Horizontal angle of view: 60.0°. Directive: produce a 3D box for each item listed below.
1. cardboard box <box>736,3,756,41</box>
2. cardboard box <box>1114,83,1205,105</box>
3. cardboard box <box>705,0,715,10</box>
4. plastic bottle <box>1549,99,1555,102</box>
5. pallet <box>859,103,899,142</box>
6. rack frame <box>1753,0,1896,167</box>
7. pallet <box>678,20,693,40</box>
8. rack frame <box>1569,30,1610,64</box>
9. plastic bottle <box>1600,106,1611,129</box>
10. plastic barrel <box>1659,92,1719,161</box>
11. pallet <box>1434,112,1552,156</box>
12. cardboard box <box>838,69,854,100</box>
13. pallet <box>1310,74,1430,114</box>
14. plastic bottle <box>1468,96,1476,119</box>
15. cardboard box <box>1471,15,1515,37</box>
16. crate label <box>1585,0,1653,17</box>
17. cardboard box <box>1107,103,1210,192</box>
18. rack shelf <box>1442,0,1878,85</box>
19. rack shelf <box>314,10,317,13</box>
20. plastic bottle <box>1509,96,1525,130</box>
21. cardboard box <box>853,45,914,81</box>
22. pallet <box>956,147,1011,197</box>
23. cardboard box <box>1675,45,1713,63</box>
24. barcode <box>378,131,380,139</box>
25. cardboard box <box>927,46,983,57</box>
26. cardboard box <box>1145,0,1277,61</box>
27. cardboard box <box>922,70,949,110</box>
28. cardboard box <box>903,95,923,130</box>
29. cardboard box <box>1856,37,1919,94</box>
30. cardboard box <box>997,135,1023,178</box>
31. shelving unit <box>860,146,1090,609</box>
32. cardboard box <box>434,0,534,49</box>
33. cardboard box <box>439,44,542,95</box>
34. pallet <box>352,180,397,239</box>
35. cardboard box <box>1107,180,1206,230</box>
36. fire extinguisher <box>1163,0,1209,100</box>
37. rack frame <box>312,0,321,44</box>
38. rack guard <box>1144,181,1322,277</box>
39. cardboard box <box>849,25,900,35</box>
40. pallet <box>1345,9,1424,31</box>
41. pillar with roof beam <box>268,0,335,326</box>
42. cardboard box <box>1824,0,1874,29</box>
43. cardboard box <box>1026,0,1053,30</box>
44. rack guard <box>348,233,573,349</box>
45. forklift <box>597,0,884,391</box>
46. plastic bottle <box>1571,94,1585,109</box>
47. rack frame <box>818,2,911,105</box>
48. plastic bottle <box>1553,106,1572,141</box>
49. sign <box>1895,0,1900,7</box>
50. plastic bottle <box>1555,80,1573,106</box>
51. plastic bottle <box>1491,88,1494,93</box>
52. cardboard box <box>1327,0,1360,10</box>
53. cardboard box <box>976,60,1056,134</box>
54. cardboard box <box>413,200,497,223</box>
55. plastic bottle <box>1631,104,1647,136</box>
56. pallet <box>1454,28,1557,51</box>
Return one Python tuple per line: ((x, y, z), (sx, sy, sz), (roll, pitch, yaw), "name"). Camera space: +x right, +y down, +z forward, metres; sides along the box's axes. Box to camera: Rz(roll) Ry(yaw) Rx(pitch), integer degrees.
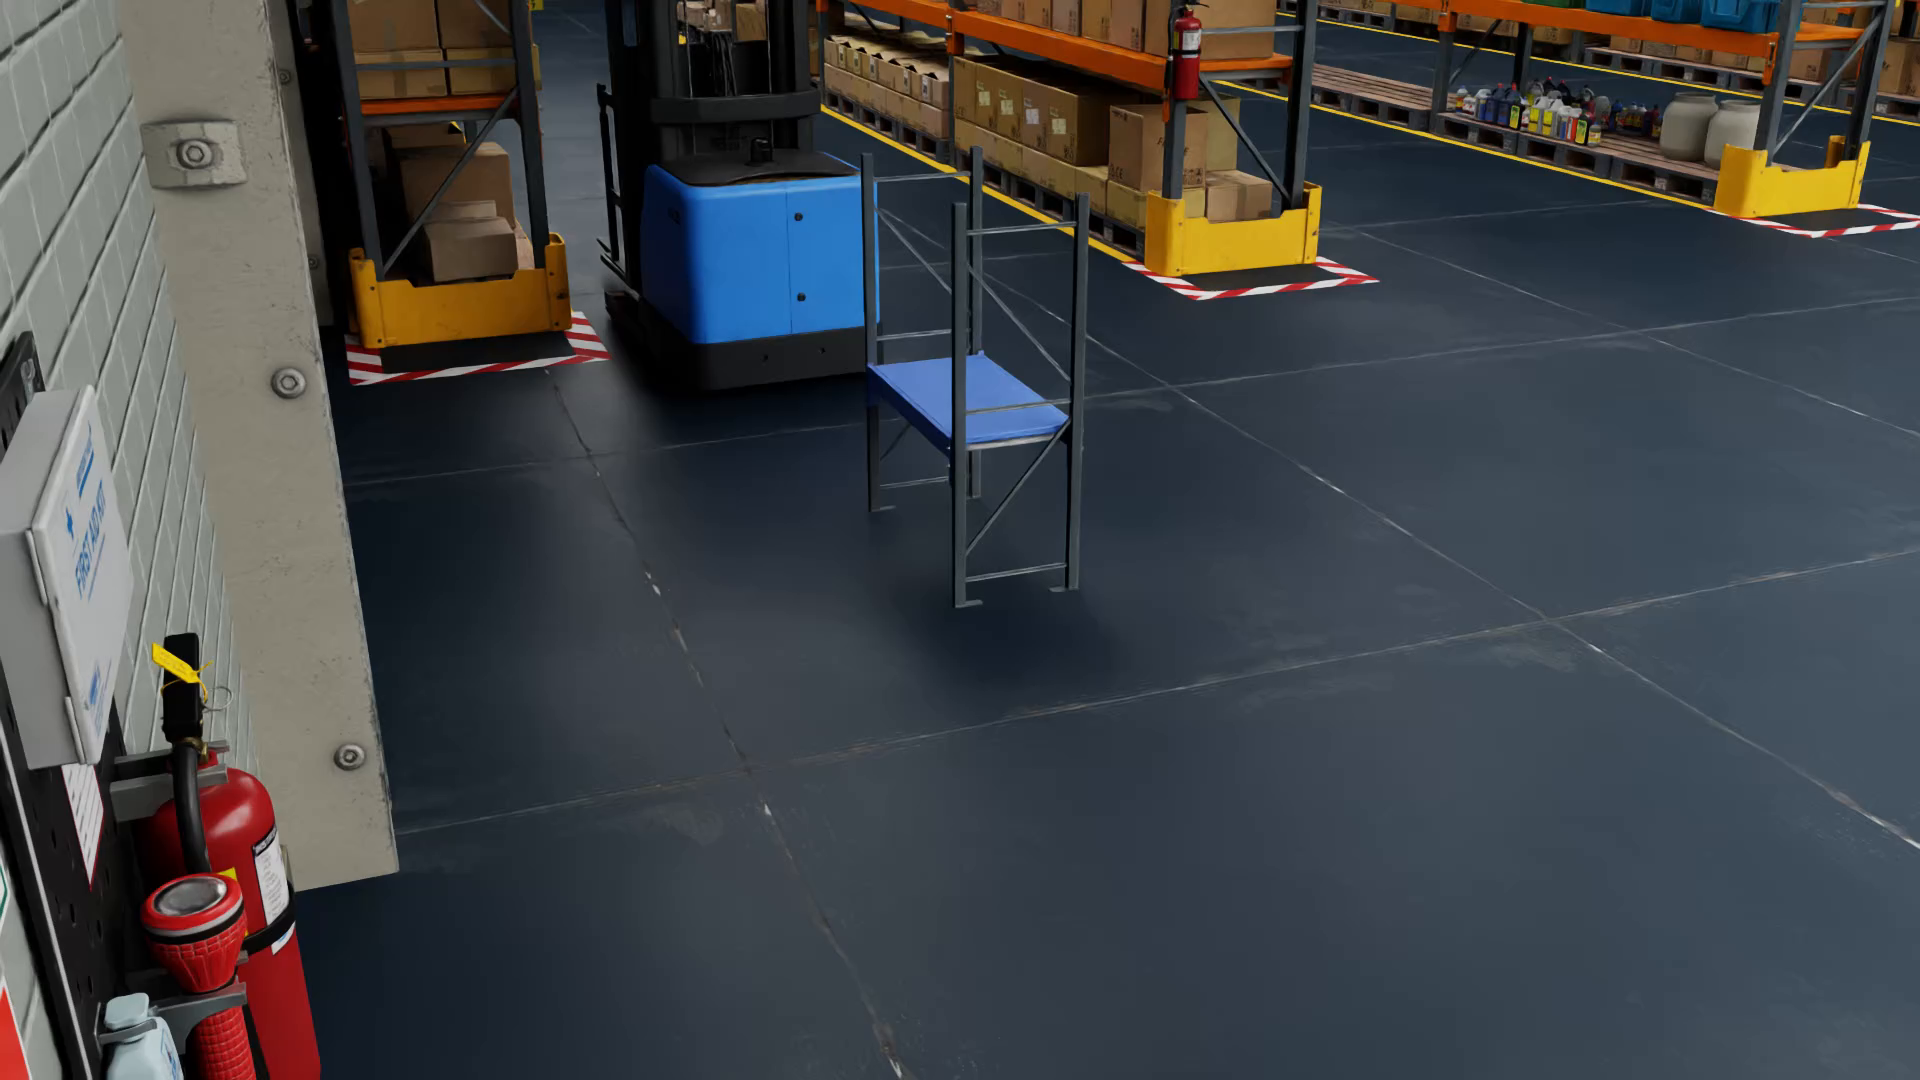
((-2.489, -6.444, 20.846), (0.500, 0.500, 0.500), (-9, 25, -21), "cardboard box")
((1.459, -3.101, 12.297), (0.500, 0.500, 0.500), (-8, 24, -19), "cardboard box")
((-3.101, -7.337, 22.960), (0.797, 0.503, 0.637), (-8, 24, -19), "cardboard box")
((5.273, -3.778, 14.809), (0.152, 0.276, 0.135), (-8, 24, -19), "plastic bottle")
((-0.338, -4.117, 16.263), (1.003, 0.211, 1.213), (-8, 24, -19), "pallet")
((6.442, -3.921, 12.207), (1.000, 3.000, 0.127), (-8, 24, -19), "rack frame")
((-3.536, -7.454, 24.180), (1.003, 0.211, 1.213), (-8, 24, -19), "pallet")
((8.250, -7.507, 20.716), (1.000, 3.000, 0.127), (-8, 24, -19), "rack frame")
((5.829, -3.807, 14.974), (0.097, 0.201, 0.097), (0, 23, 0), "plastic bottle")
((5.961, -3.379, 13.583), (0.421, 0.512, 0.421), (0, 23, 0), "plastic barrel")
((5.228, -3.839, 15.604), (1.003, 0.211, 1.213), (-8, 24, -19), "pallet")
((-0.930, -4.663, 16.967), (0.500, 0.250, 0.500), (-9, 24, -20), "cardboard box")
((4.281, -4.813, 17.915), (1.003, 0.211, 1.213), (-8, 24, -19), "pallet")
((4.804, -4.038, 15.521), (0.097, 0.201, 0.097), (0, 23, 0), "plastic bottle")
((7.718, -7.300, 22.420), (1.225, 0.875, 0.875), (-8, 24, -19), "cardboard box")
((5.539, -4.569, 13.699), (0.502, 0.435, 0.616), (-8, 24, -19), "crate label")
((1.339, -2.669, 11.270), (0.500, 0.500, 0.500), (-8, 24, -19), "cardboard box")
((5.736, -4.316, 14.071), (1.077, 0.370, 4.000), (-8, 24, -19), "rack shelf")
((-6.359, -5.863, 17.742), (1.077, 0.370, 4.000), (-8, 24, -19), "rack shelf")
((5.012, -3.841, 14.948), (0.061, 0.283, 0.133), (-7, 24, -17), "plastic bottle")
((-0.737, -4.728, 16.400), (0.500, 0.311, 0.500), (-9, 24, -20), "cardboard box")
((0.636, -3.116, 13.888), (1.003, 0.211, 1.213), (-8, 24, -19), "pallet")
((8.920, -5.912, 19.584), (0.700, 0.500, 0.500), (-6, 24, -15), "cardboard box")
((-4.273, -2.984, 12.224), (0.001, 0.075, 0.075), (-8, 24, -19), "barcode")
((-0.063, -4.624, 16.152), (0.500, 0.311, 0.500), (-8, 24, -18), "cardboard box")
((1.654, -3.460, 10.985), (0.700, 0.500, 0.500), (-8, 24, -19), "cardboard box")
((-0.017, -3.989, 14.645), (0.500, 0.311, 0.500), (-8, 24, -19), "cardboard box")
((-0.201, -3.917, 15.198), (0.500, 0.250, 0.500), (-9, 24, -20), "cardboard box")
((9.767, -4.945, 17.314), (0.500, 0.500, 0.500), (-9, 25, -21), "cardboard box")
((0.618, -3.047, 13.135), (0.500, 0.250, 0.500), (-8, 24, -19), "cardboard box")
((0.030, -0.660, 6.402), (0.538, 1.500, 1.048), (-8, 24, -19), "shelving unit")
((-2.713, -3.062, 9.371), (0.500, 0.500, 0.500), (-8, 24, -19), "cardboard box")
((-2.701, -2.722, 9.531), (0.500, 0.250, 0.500), (-9, 25, -21), "cardboard box")
((-3.969, -2.491, 12.404), (1.003, 0.211, 1.213), (-8, 24, -19), "pallet")
((1.341, -2.323, 11.416), (0.500, 0.250, 0.500), (-8, 24, -19), "cardboard box")
((1.414, -3.100, 10.360), (0.296, 0.674, 0.183), (-8, 24, -19), "fire extinguisher")
((-8.478, -8.375, 22.775), (1.000, 3.000, 0.127), (-8, 24, -19), "rack frame")
((1.816, -2.082, 11.062), (1.175, 0.500, 0.348), (-8, 24, -19), "rack guard")
((-0.913, -5.405, 18.380), (0.500, 0.500, 0.500), (-7, 24, -17), "cardboard box")
((6.641, -7.963, 25.387), (1.003, 0.211, 1.213), (-8, 24, -19), "pallet")
((0.145, -6.052, 9.540), (9.100, 9.000, 0.400), (-8, 24, -19), "pillar with roof beam")
((12.449, -7.396, 23.130), (0.500, 0.500, 0.500), (-8, 24, -19), "cardboard box")
((0.923, -4.208, 12.760), (0.700, 0.500, 0.500), (-8, 24, -18), "cardboard box")
((-2.853, -1.437, 9.533), (1.175, 0.500, 0.348), (-8, 24, -19), "rack guard")
((-1.456, -2.642, 9.262), (1.130, 2.935, 3.031), (-10, 25, -22), "forklift")
((5.622, -3.920, 15.137), (0.061, 0.283, 0.133), (-8, 24, -19), "plastic bottle")
((-1.019, -6.149, 17.494), (1.000, 3.000, 0.127), (-8, 24, -19), "rack frame")
((5.271, -3.621, 14.437), (0.152, 0.276, 0.135), (-9, 24, -20), "plastic bottle")
((6.959, -4.122, 12.329), (0.100, 0.325, 0.005), (-8, 24, -19), "sign")
((5.594, -4.092, 15.457), (0.144, 0.351, 0.185), (-10, 25, -22), "plastic bottle")
((4.971, -4.050, 15.445), (0.061, 0.283, 0.133), (-8, 24, -19), "plastic bottle")
((6.361, -8.753, 25.866), (0.875, 0.875, 0.875), (-8, 24, -19), "cardboard box")
((0.449, -3.576, 13.423), (0.500, 0.500, 0.500), (-8, 24, -19), "cardboard box")
((-3.188, -1.996, 10.536), (0.500, 0.311, 0.500), (-6, 24, -15), "cardboard box")
((5.972, -3.692, 14.611), (0.097, 0.271, 0.097), (0, 23, 0), "plastic bottle")
((7.615, -6.962, 23.012), (1.003, 0.211, 1.213), (-8, 24, -19), "pallet")
